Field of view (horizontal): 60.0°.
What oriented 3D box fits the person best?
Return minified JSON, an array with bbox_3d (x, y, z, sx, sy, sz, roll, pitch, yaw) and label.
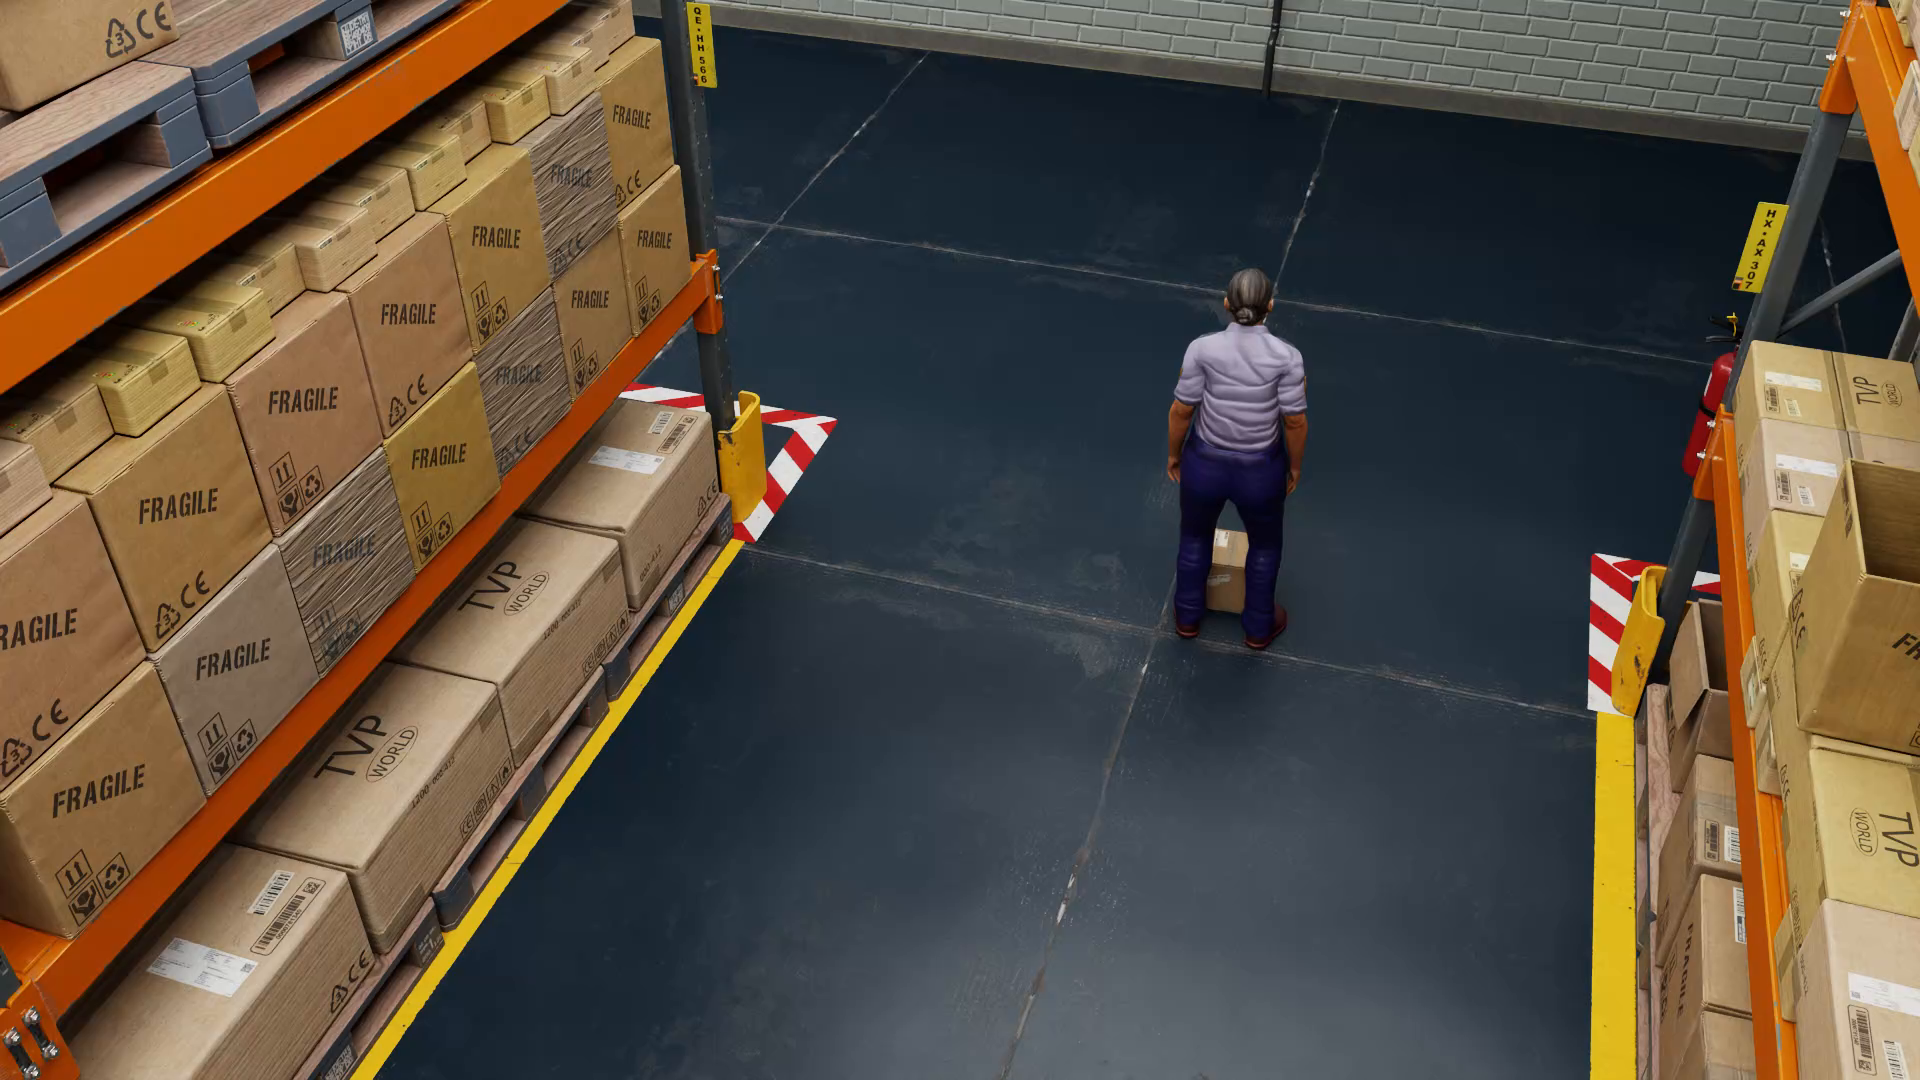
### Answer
[{"bbox_3d":[1.090,-0.286,6.533,0.564,1.651,0.369,9,38,11],"label":"person"}]
